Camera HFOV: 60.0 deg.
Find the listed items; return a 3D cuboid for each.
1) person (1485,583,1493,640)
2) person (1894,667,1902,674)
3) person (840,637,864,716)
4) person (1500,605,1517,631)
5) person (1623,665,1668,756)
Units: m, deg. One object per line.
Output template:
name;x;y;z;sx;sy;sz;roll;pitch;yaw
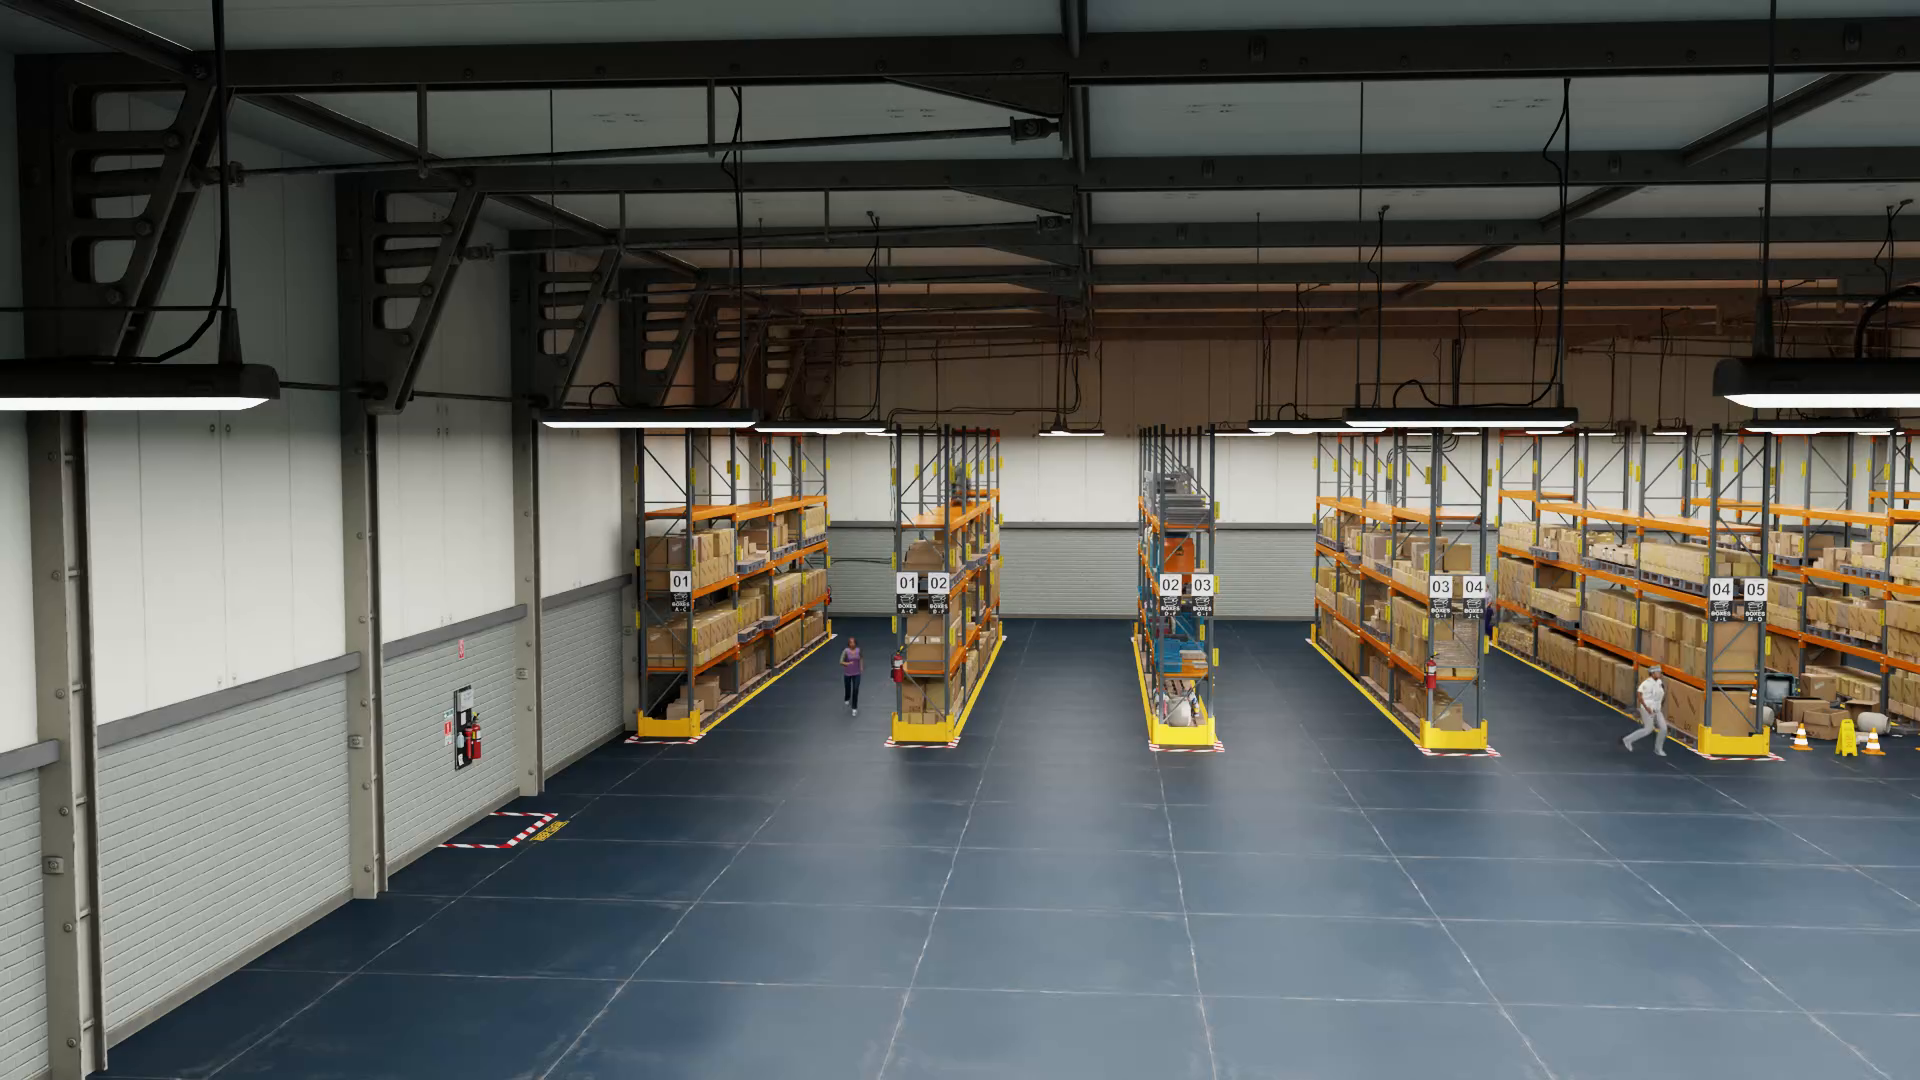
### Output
person;14.922;2.035;47.324;0.598;1.620;0.624;0;3;-6
person;20.995;2.595;36.775;0.681;1.820;0.798;0;3;1
person;-2.247;2.801;34.527;0.537;1.586;0.881;-1;4;-12
person;15.601;2.021;47.345;0.923;1.637;0.689;1;4;20
person;12.481;3.092;30.143;0.792;1.696;0.624;-3;4;-36
